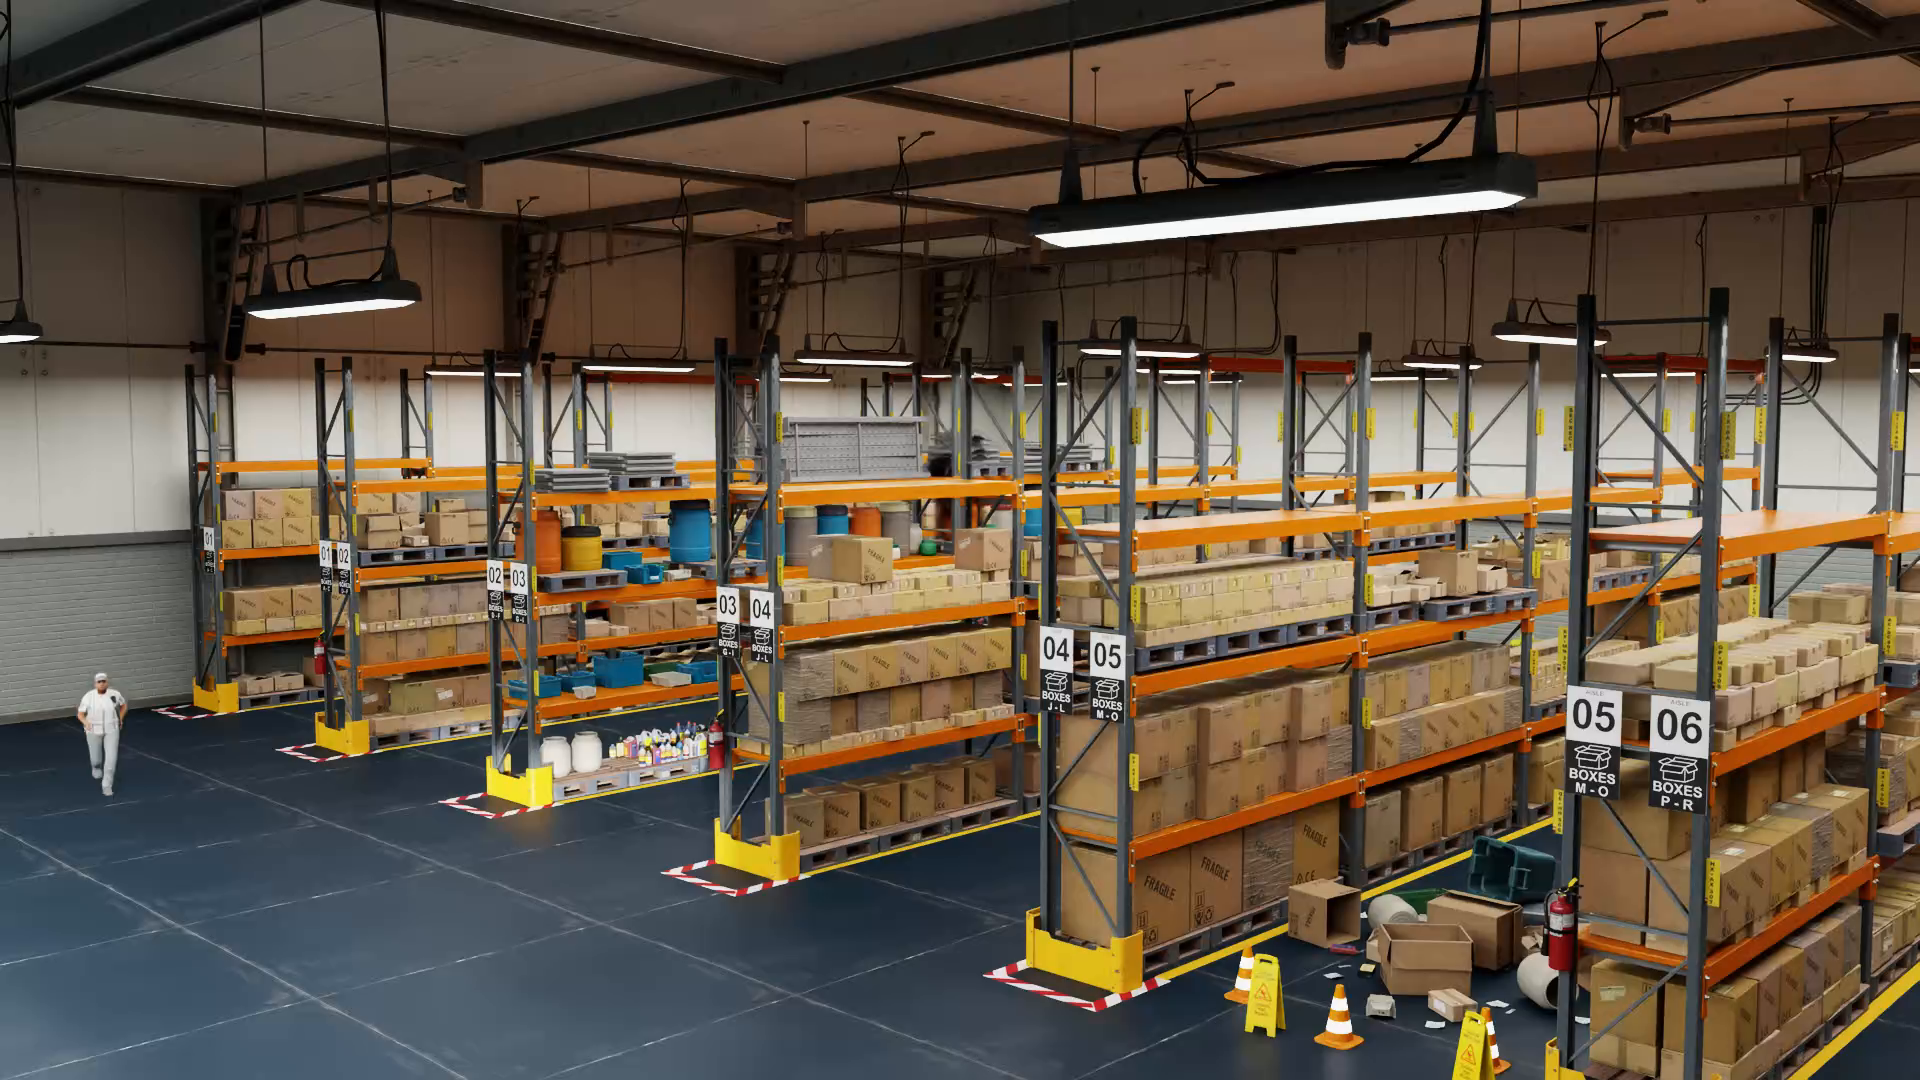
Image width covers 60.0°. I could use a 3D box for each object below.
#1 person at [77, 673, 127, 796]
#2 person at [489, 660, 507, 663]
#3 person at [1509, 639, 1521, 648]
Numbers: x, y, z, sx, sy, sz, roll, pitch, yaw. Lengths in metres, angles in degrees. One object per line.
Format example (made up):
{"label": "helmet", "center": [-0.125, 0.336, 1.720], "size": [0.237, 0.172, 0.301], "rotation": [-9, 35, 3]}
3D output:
{"label": "person", "center": [-11.707, 2.633, 22.721], "size": [0.608, 1.665, 0.750], "rotation": [-3, 5, -31]}
{"label": "person", "center": [-8.187, 2.004, 29.516], "size": [0.663, 1.690, 0.552], "rotation": [4, 6, 41]}
{"label": "person", "center": [8.485, 2.356, 25.295], "size": [0.686, 1.745, 0.888], "rotation": [4, 6, 39]}
